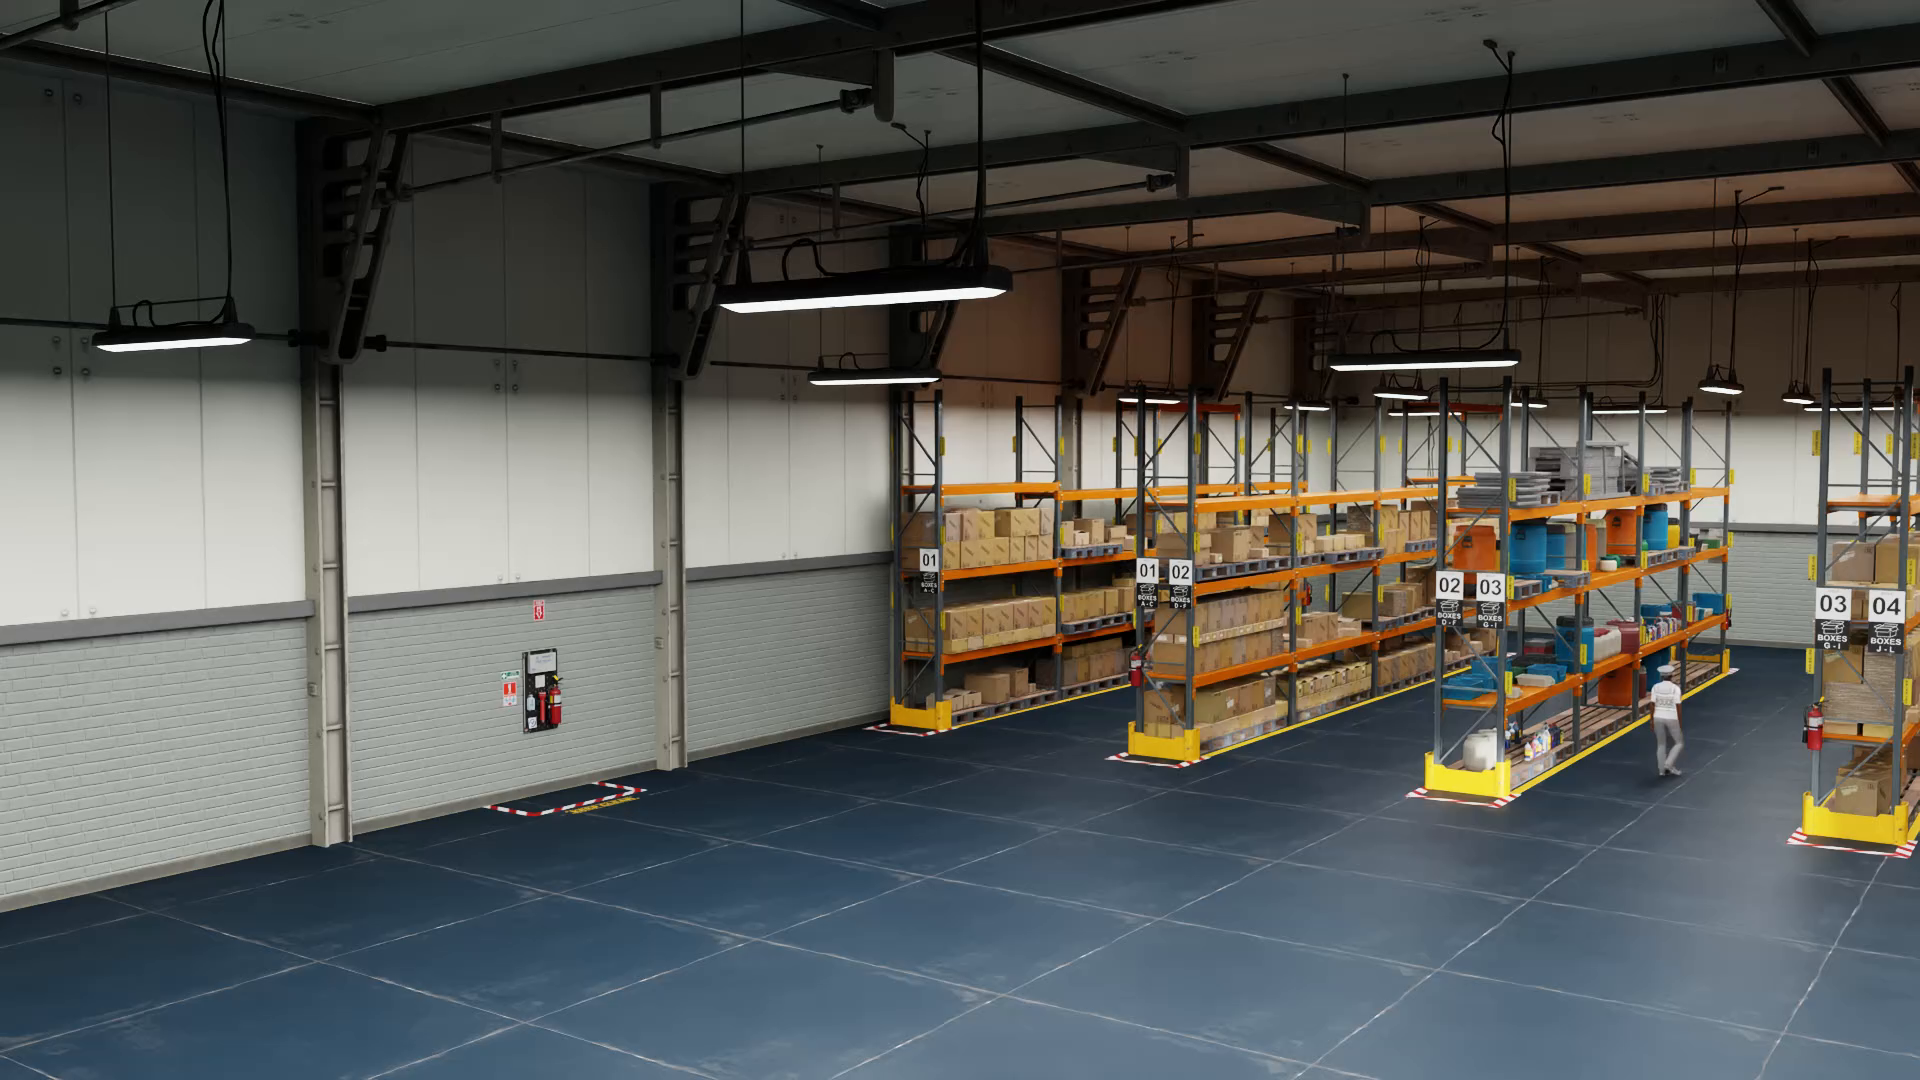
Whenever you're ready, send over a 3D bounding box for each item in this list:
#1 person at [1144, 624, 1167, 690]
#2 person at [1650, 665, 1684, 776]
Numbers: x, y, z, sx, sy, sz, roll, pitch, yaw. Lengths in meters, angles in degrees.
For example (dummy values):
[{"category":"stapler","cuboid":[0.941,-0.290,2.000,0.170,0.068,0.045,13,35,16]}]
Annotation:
[{"category":"person","cuboid":[3.665,2.375,30.860,0.906,1.766,0.613,-3,4,-41]},{"category":"person","cuboid":[10.713,2.758,25.204,0.512,1.663,0.509,3,4,38]}]
